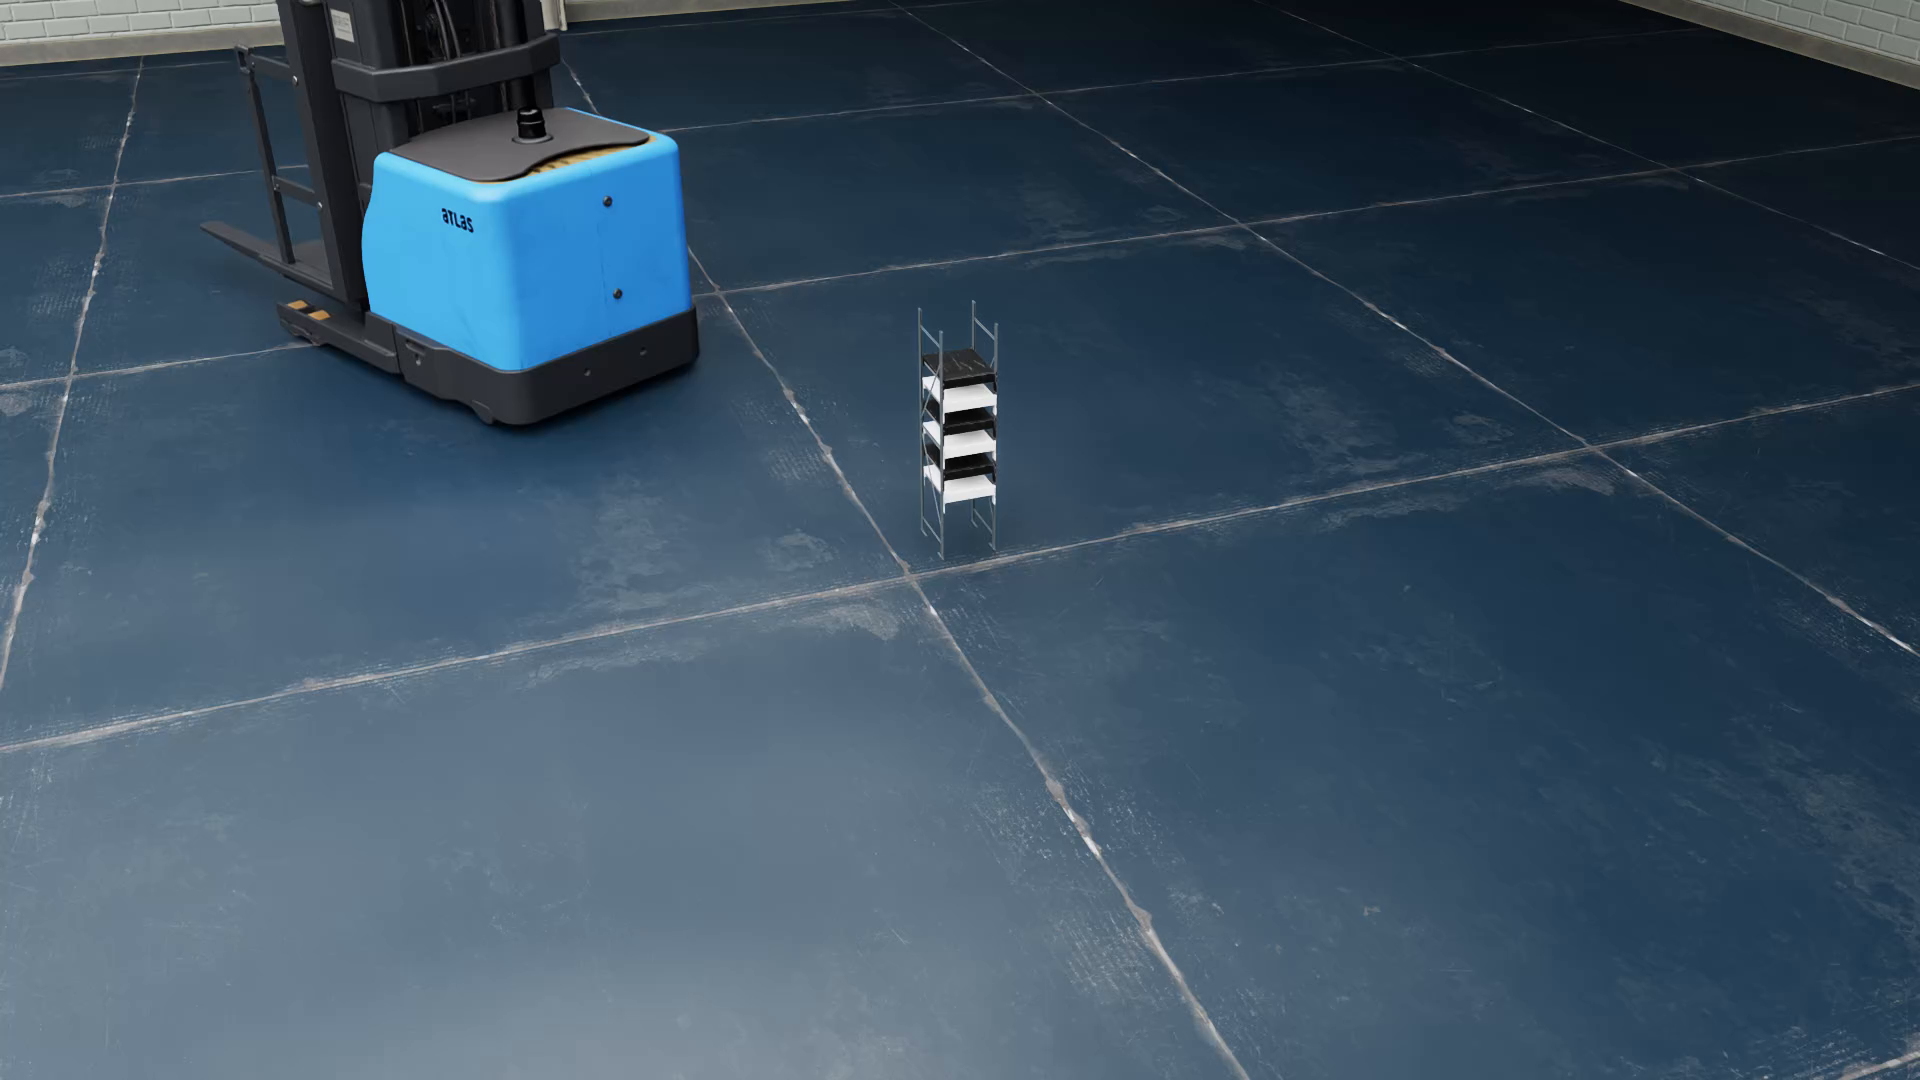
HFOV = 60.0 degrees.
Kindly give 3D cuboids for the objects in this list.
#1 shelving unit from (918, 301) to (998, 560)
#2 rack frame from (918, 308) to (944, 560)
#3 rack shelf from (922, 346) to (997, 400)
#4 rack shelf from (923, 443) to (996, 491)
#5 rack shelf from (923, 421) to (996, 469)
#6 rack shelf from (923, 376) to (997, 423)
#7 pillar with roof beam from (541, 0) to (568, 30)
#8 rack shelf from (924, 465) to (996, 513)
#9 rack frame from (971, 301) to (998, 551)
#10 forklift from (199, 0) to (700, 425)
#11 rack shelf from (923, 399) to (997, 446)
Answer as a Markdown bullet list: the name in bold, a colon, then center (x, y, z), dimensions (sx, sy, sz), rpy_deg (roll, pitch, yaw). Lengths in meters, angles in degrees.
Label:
- **shelving unit**: center (-0.008, -0.390, 6.025), dimensions (0.210, 0.900, 0.258), rpy_deg (-10, 31, -18)
- **rack frame**: center (-0.103, -0.372, 5.994), dimensions (0.006, 0.900, 0.240), rpy_deg (-10, 31, -18)
- **rack shelf**: center (-0.008, -0.595, 5.908), dimensions (0.200, 0.077, 0.258), rpy_deg (-10, 31, -18)
- **rack shelf**: center (-0.008, -0.282, 6.086), dimensions (0.200, 0.077, 0.258), rpy_deg (-10, 31, -18)
- **rack shelf**: center (-0.008, -0.361, 6.041), dimensions (0.200, 0.077, 0.258), rpy_deg (-10, 31, -18)
- **rack shelf**: center (-0.008, -0.517, 5.952), dimensions (0.200, 0.077, 0.258), rpy_deg (-10, 31, -18)
- **pillar with roof beam**: center (-1.930, -6.103, 7.871), dimensions (0.400, 9.000, 9.100), rpy_deg (-10, 31, -18)
- **rack shelf**: center (-0.008, -0.204, 6.130), dimensions (0.200, 0.077, 0.258), rpy_deg (-10, 31, -18)
- **rack frame**: center (0.088, -0.407, 6.056), dimensions (0.006, 0.900, 0.240), rpy_deg (-10, 31, -18)
- **forklift**: center (-2.626, -2.360, 7.431), dimensions (3.031, 2.935, 1.130), rpy_deg (24, 37, 35)
- **rack shelf**: center (-0.008, -0.439, 5.997), dimensions (0.200, 0.077, 0.258), rpy_deg (-10, 31, -18)
